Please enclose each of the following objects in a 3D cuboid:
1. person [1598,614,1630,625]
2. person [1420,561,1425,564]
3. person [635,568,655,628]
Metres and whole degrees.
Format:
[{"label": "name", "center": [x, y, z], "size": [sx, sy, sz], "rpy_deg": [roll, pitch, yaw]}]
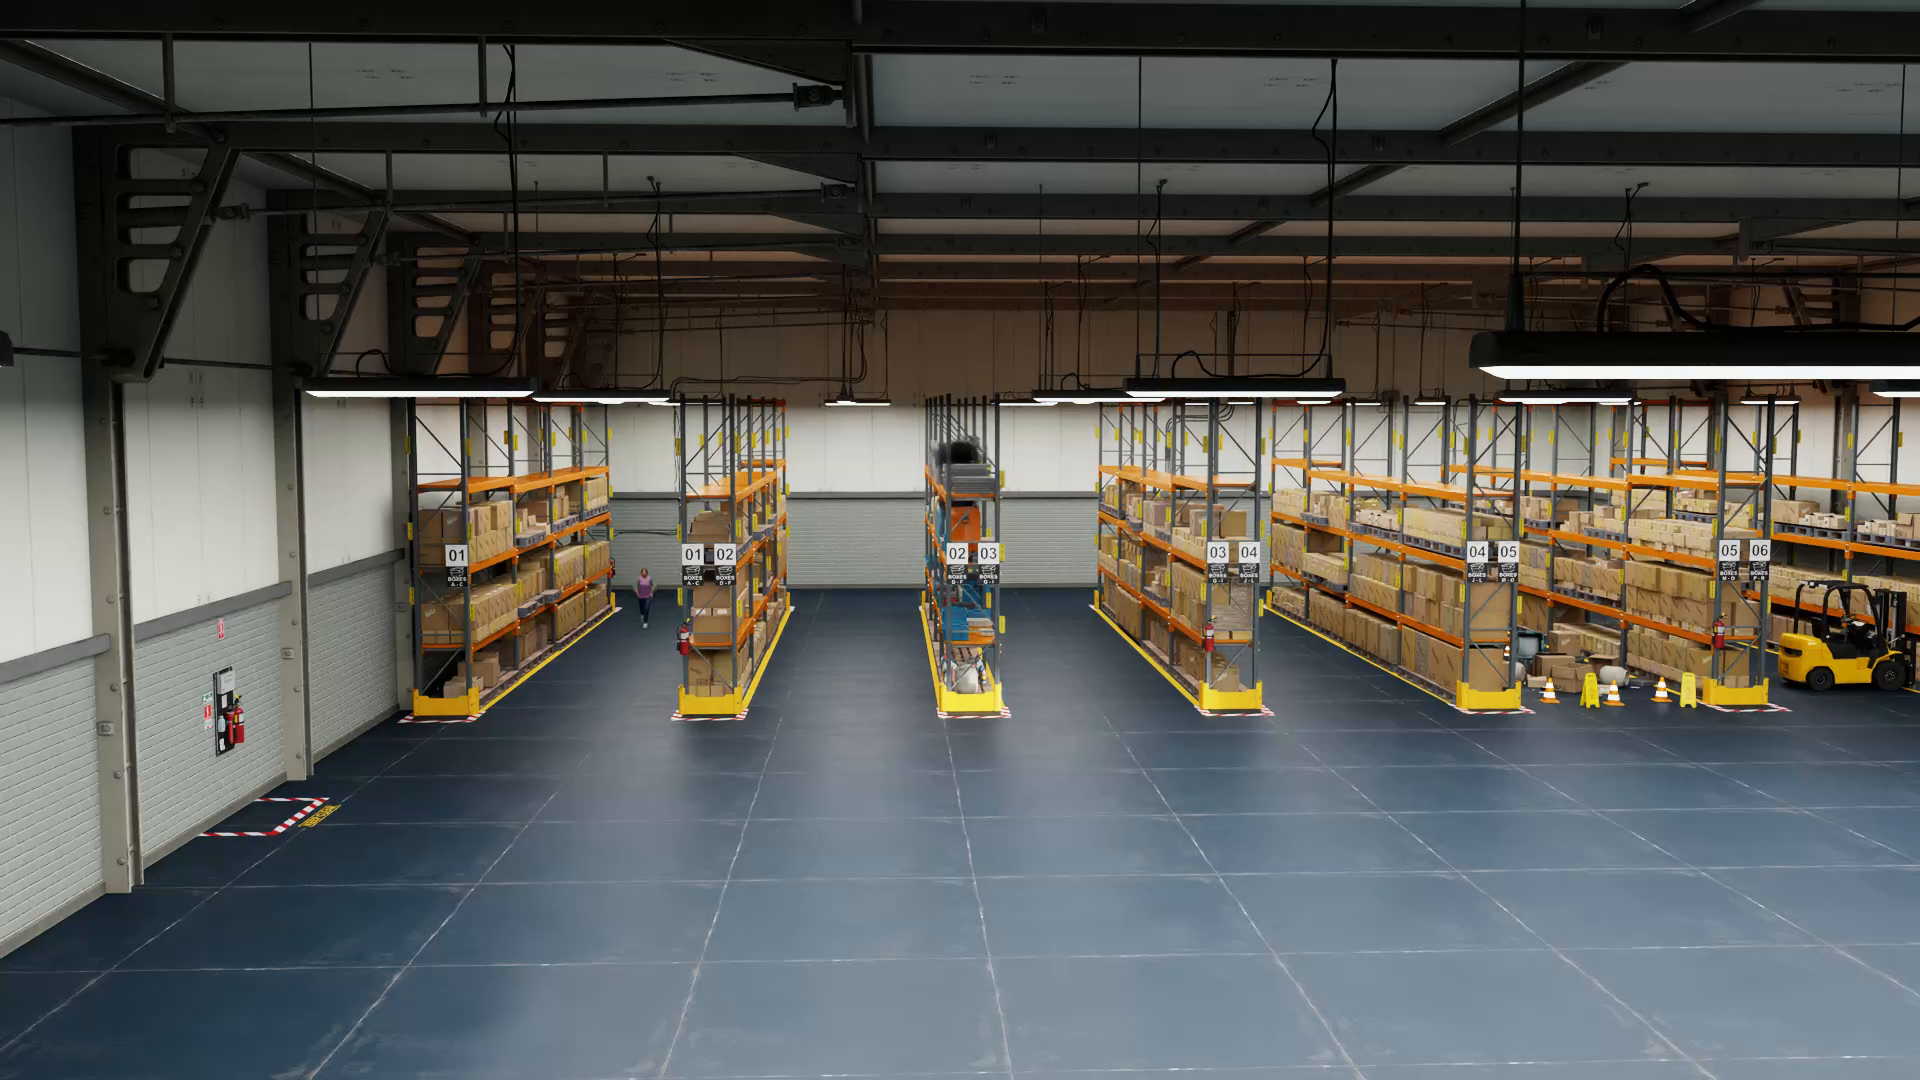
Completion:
[{"label": "person", "center": [17.216, 1.427, 43.788], "size": [0.666, 1.709, 1.001], "rpy_deg": [-2, 5, -21]}, {"label": "person", "center": [12.493, 1.396, 44.631], "size": [0.601, 1.641, 0.947], "rpy_deg": [-2, 5, -27]}, {"label": "person", "center": [-8.290, 1.506, 43.713], "size": [0.518, 1.559, 0.654], "rpy_deg": [-1, 5, -11]}]
